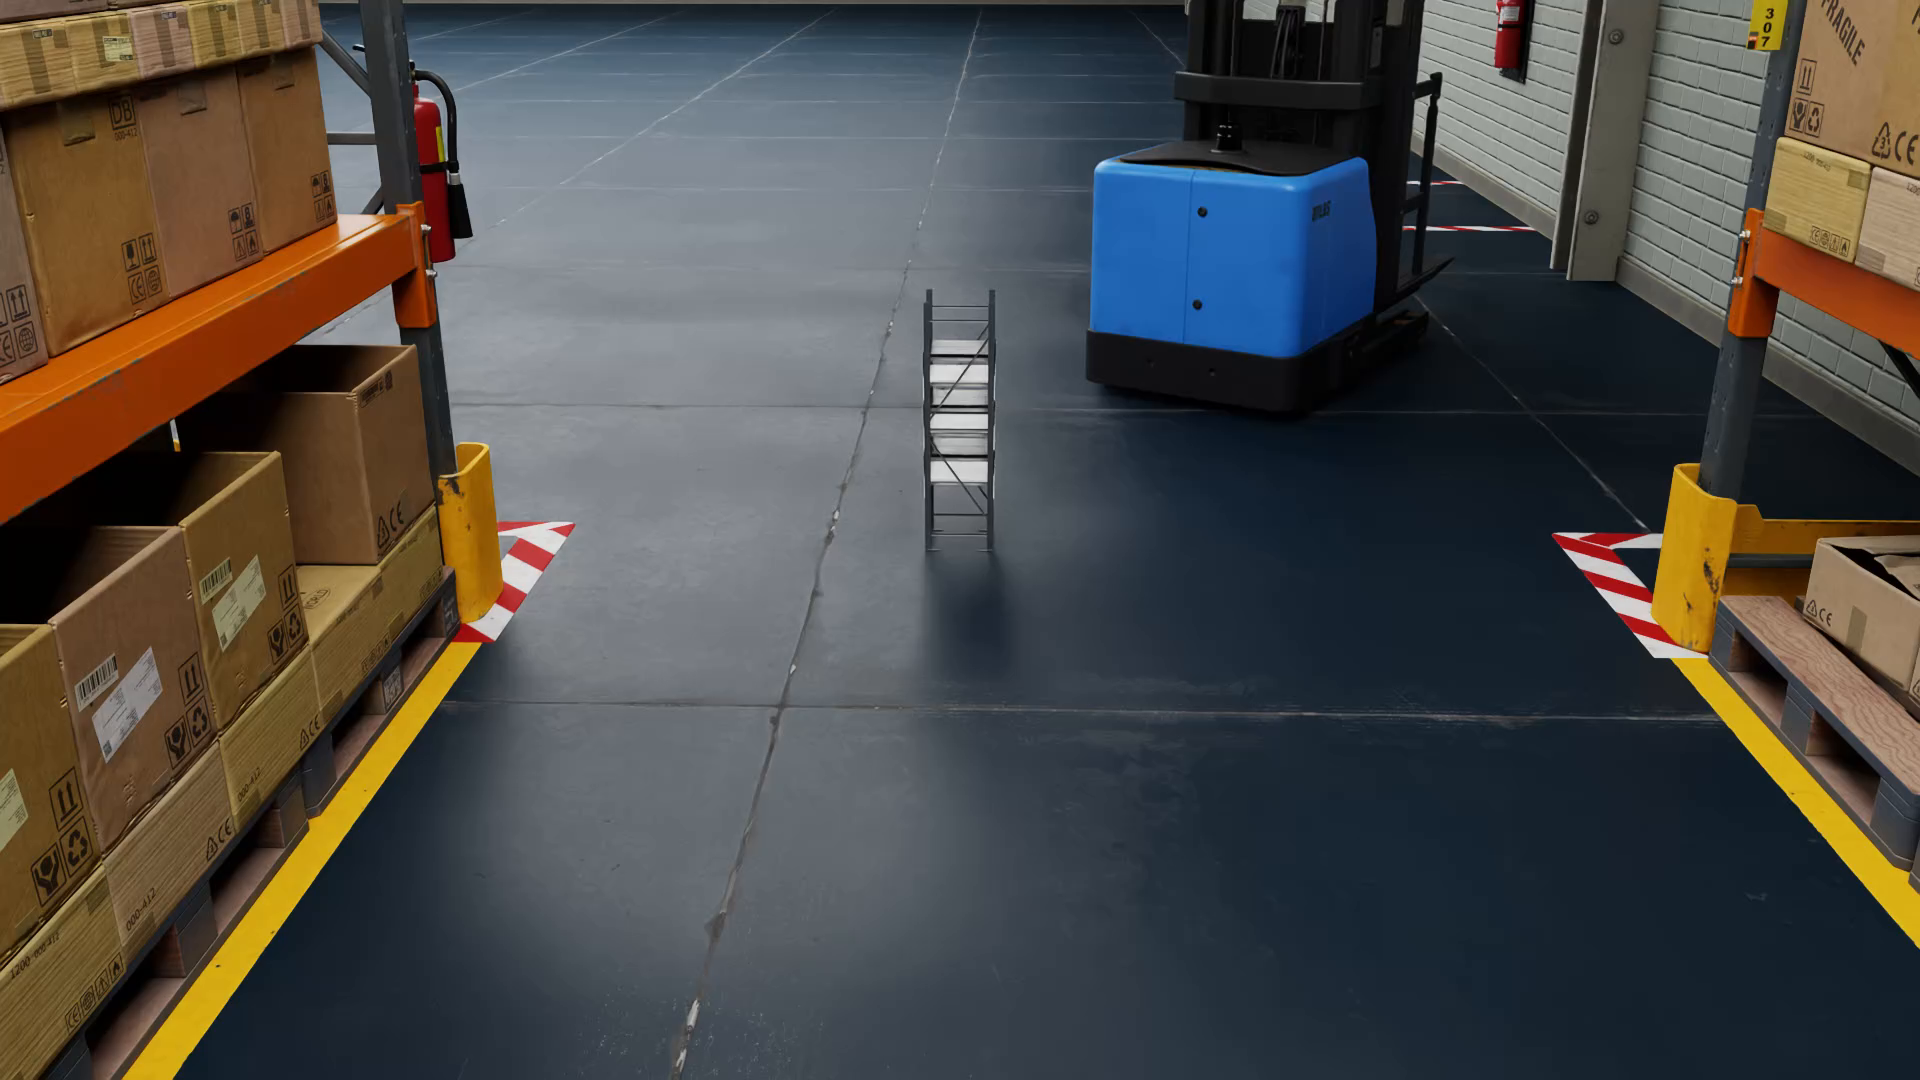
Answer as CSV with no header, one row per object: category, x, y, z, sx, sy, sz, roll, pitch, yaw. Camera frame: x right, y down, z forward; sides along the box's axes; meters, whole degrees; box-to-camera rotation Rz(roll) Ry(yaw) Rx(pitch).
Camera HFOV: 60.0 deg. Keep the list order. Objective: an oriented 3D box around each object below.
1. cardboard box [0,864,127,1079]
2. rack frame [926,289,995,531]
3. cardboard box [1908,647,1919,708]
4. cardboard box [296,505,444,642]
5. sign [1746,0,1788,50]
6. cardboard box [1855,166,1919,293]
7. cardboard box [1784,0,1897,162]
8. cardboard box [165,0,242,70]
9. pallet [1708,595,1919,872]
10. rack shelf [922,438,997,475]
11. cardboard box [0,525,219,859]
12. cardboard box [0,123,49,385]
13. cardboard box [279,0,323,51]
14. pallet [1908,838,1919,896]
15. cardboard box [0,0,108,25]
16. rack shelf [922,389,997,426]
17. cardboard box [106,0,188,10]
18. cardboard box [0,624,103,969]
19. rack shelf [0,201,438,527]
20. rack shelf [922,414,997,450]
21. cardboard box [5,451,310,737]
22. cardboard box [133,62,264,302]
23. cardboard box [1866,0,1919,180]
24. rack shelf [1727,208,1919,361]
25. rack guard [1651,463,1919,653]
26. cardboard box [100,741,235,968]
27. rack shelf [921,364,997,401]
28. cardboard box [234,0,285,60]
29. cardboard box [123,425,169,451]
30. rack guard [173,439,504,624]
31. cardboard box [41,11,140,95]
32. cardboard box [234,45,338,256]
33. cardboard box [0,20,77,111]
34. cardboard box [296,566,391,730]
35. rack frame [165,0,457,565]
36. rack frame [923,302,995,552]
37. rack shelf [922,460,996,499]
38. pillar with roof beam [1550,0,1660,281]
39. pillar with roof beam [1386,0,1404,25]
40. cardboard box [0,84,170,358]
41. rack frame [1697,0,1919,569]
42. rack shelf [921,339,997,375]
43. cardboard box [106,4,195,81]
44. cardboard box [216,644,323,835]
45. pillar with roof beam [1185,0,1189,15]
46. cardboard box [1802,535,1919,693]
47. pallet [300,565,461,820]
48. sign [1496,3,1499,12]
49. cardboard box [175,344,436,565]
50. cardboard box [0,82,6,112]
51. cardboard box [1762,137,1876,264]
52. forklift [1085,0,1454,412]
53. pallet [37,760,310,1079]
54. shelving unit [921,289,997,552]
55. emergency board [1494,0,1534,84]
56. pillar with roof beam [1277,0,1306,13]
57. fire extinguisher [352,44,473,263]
cardboard box,-1.888,0.819,2.993,0.500,0.250,0.500,1,21,2
rack frame,0.003,-0.453,5.953,0.240,0.900,0.006,1,21,2
cardboard box,2.699,0.369,4.041,0.500,0.311,0.500,2,21,6
cardboard box,-1.845,0.095,4.857,0.500,0.250,0.500,1,21,2
sign,2.285,-1.544,4.666,0.100,0.325,0.005,1,21,2
cardboard box,2.494,-0.713,3.901,0.500,0.250,0.500,0,21,0
cardboard box,2.512,-1.255,4.259,0.500,0.500,0.500,1,21,2
cardboard box,-1.960,-1.210,3.965,0.380,0.149,0.250,0,21,1
pallet,2.765,0.486,4.485,1.003,0.211,1.213,1,21,2
rack shelf,0.000,-0.302,5.903,0.258,0.077,0.200,1,21,2
cardboard box,-1.875,0.288,3.324,0.500,0.500,0.500,1,21,2
cardboard box,-2.196,-0.506,3.049,0.700,0.500,0.500,1,21,3
cardboard box,-1.945,-1.397,4.447,0.380,0.149,0.250,0,21,1
pallet,2.725,0.926,3.351,1.003,0.211,1.213,1,21,2
cardboard box,-2.178,-1.279,3.247,0.700,0.500,0.500,1,21,2
rack shelf,0.000,-0.469,5.838,0.258,0.077,0.200,1,21,2
cardboard box,-2.163,-1.461,3.717,0.700,0.500,0.500,0,21,0
cardboard box,-1.889,0.469,2.858,0.500,0.500,0.500,1,21,2
rack shelf,-2.185,-0.130,3.211,1.077,0.370,4.000,1,21,2
rack shelf,0.000,-0.386,5.871,0.258,0.077,0.200,1,21,2
cardboard box,-1.859,0.107,3.790,0.500,0.500,0.500,1,21,2
cardboard box,-2.162,-0.876,4.002,0.700,0.500,0.500,1,21,3
cardboard box,2.487,-1.076,3.798,0.500,0.500,0.500,1,21,2
rack shelf,2.767,-0.076,3.074,1.077,0.370,4.000,1,21,2
rack guard,2.825,0.058,5.189,1.175,0.500,0.348,1,21,2
cardboard box,-1.879,0.638,3.459,0.500,0.250,0.500,1,21,2
rack shelf,0.000,-0.553,5.806,0.258,0.077,0.200,1,21,2
cardboard box,-1.952,-1.302,4.203,0.380,0.149,0.250,1,21,3
cardboard box,-2.376,-0.079,4.271,0.500,0.500,0.500,1,21,2
rack guard,-2.123,-0.031,5.419,1.175,0.500,0.348,1,21,2
cardboard box,-1.977,-1.024,3.486,0.380,0.149,0.250,1,21,3
cardboard box,-2.151,-1.066,4.491,0.700,0.500,0.500,1,21,2
cardboard box,-1.983,-0.929,3.241,0.380,0.149,0.250,1,21,3
cardboard box,-1.848,0.276,4.391,0.500,0.250,0.500,1,21,2
rack frame,-2.124,-1.188,4.944,1.000,3.000,0.127,1,21,2
rack frame,-0.003,-0.380,5.764,0.240,0.900,0.006,1,21,2
rack shelf,0.000,-0.218,5.936,0.258,0.077,0.200,1,21,2
pillar with roof beam,-0.450,-5.886,8.758,9.100,9.000,0.400,1,21,2
pillar with roof beam,-0.267,-8.055,14.349,9.100,9.000,0.400,1,21,2
cardboard box,-2.183,-0.697,3.539,0.700,0.500,0.500,1,21,2
rack frame,2.827,-1.135,4.807,1.000,3.000,0.127,1,21,2
rack shelf,0.000,-0.637,5.773,0.258,0.077,0.200,1,21,2
cardboard box,-1.969,-1.119,3.731,0.380,0.149,0.250,1,21,2
cardboard box,-1.862,0.457,3.925,0.500,0.250,0.500,1,21,2
pillar with roof beam,0.280,-14.563,31.123,9.100,9.000,0.400,1,21,2
cardboard box,2.716,0.163,4.572,0.500,0.311,0.500,-2,21,-4
pallet,-2.106,0.389,4.735,1.003,0.211,1.213,1,21,2
sign,4.086,-4.150,12.529,0.001,0.329,0.234,1,21,2
cardboard box,-1.843,-0.254,4.722,0.500,0.500,0.500,1,21,2
cardboard box,-1.990,-0.836,3.002,0.380,0.149,0.250,0,21,1
cardboard box,2.495,-0.901,4.385,0.500,0.250,0.500,0,21,0
forklift,1.790,-2.411,8.191,1.130,2.935,3.031,13,25,29
pallet,-2.145,0.829,3.601,1.003,0.211,1.213,1,21,2
shelving unit,0.000,-0.417,5.859,0.258,0.900,0.210,1,21,2
emergency board,3.966,-3.935,12.023,0.194,1.169,0.643,1,21,2
pillar with roof beam,-0.085,-10.225,19.941,9.100,9.000,0.400,1,21,2
fire extinguisher,-1.656,-1.190,5.055,0.296,0.674,0.183,1,21,2
